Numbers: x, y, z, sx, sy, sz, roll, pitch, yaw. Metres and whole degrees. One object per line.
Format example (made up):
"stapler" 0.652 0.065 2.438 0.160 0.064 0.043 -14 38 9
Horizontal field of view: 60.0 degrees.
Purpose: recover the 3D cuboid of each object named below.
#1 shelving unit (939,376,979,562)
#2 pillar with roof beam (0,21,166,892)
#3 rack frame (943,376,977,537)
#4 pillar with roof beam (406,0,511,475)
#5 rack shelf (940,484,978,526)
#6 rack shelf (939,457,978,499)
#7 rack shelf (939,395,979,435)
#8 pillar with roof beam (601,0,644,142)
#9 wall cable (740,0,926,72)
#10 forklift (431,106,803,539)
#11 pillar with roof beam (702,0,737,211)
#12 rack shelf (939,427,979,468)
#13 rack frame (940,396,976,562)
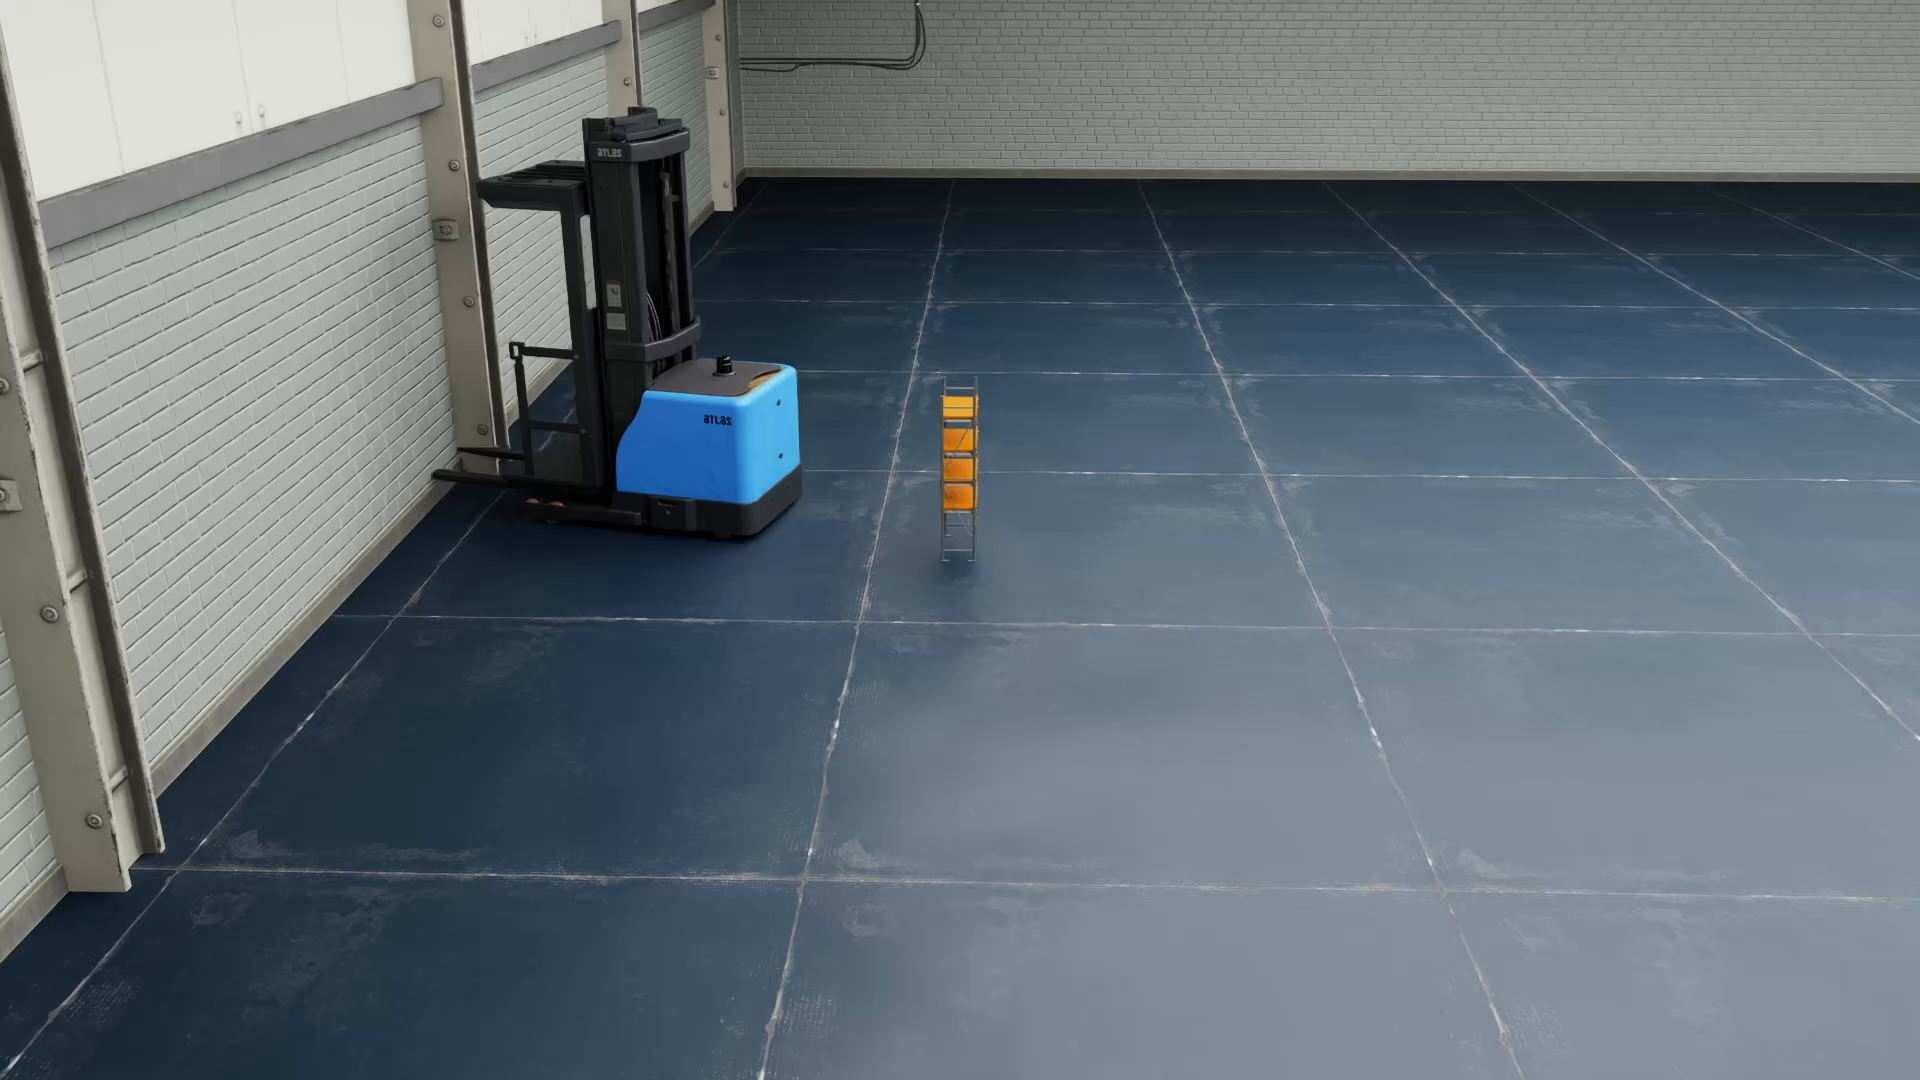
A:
"shelving unit" -0.005 -0.500 11.658 0.258 1.200 0.503 1 21 2
"pillar with roof beam" 0.252 -2.574 6.221 9.100 9.000 0.400 1 21 2
"rack frame" 0.002 -0.588 11.885 0.240 1.200 0.015 1 21 2
"pillar with roof beam" 0.434 -4.743 11.813 9.100 9.000 0.400 1 21 2
"rack shelf" -0.005 -0.252 11.754 0.258 0.148 0.480 1 21 2
"rack shelf" -0.005 -0.437 11.682 0.258 0.148 0.480 1 21 2
"rack shelf" -0.005 -0.866 11.515 0.258 0.148 0.480 1 21 2
"pillar with roof beam" 0.617 -6.912 17.404 9.100 9.000 0.400 1 21 2
"wall cable" -2.092 -8.732 26.386 3.097 2.526 0.112 1 21 2
"forklift" -2.782 -1.659 12.253 3.031 2.935 1.130 6 22 15
"pillar with roof beam" 0.799 -9.082 22.995 9.100 9.000 0.400 1 21 2
"rack shelf" -0.005 -0.645 11.601 0.258 0.148 0.480 1 21 2
"rack frame" -0.012 -0.411 11.430 0.240 1.200 0.015 1 21 2
